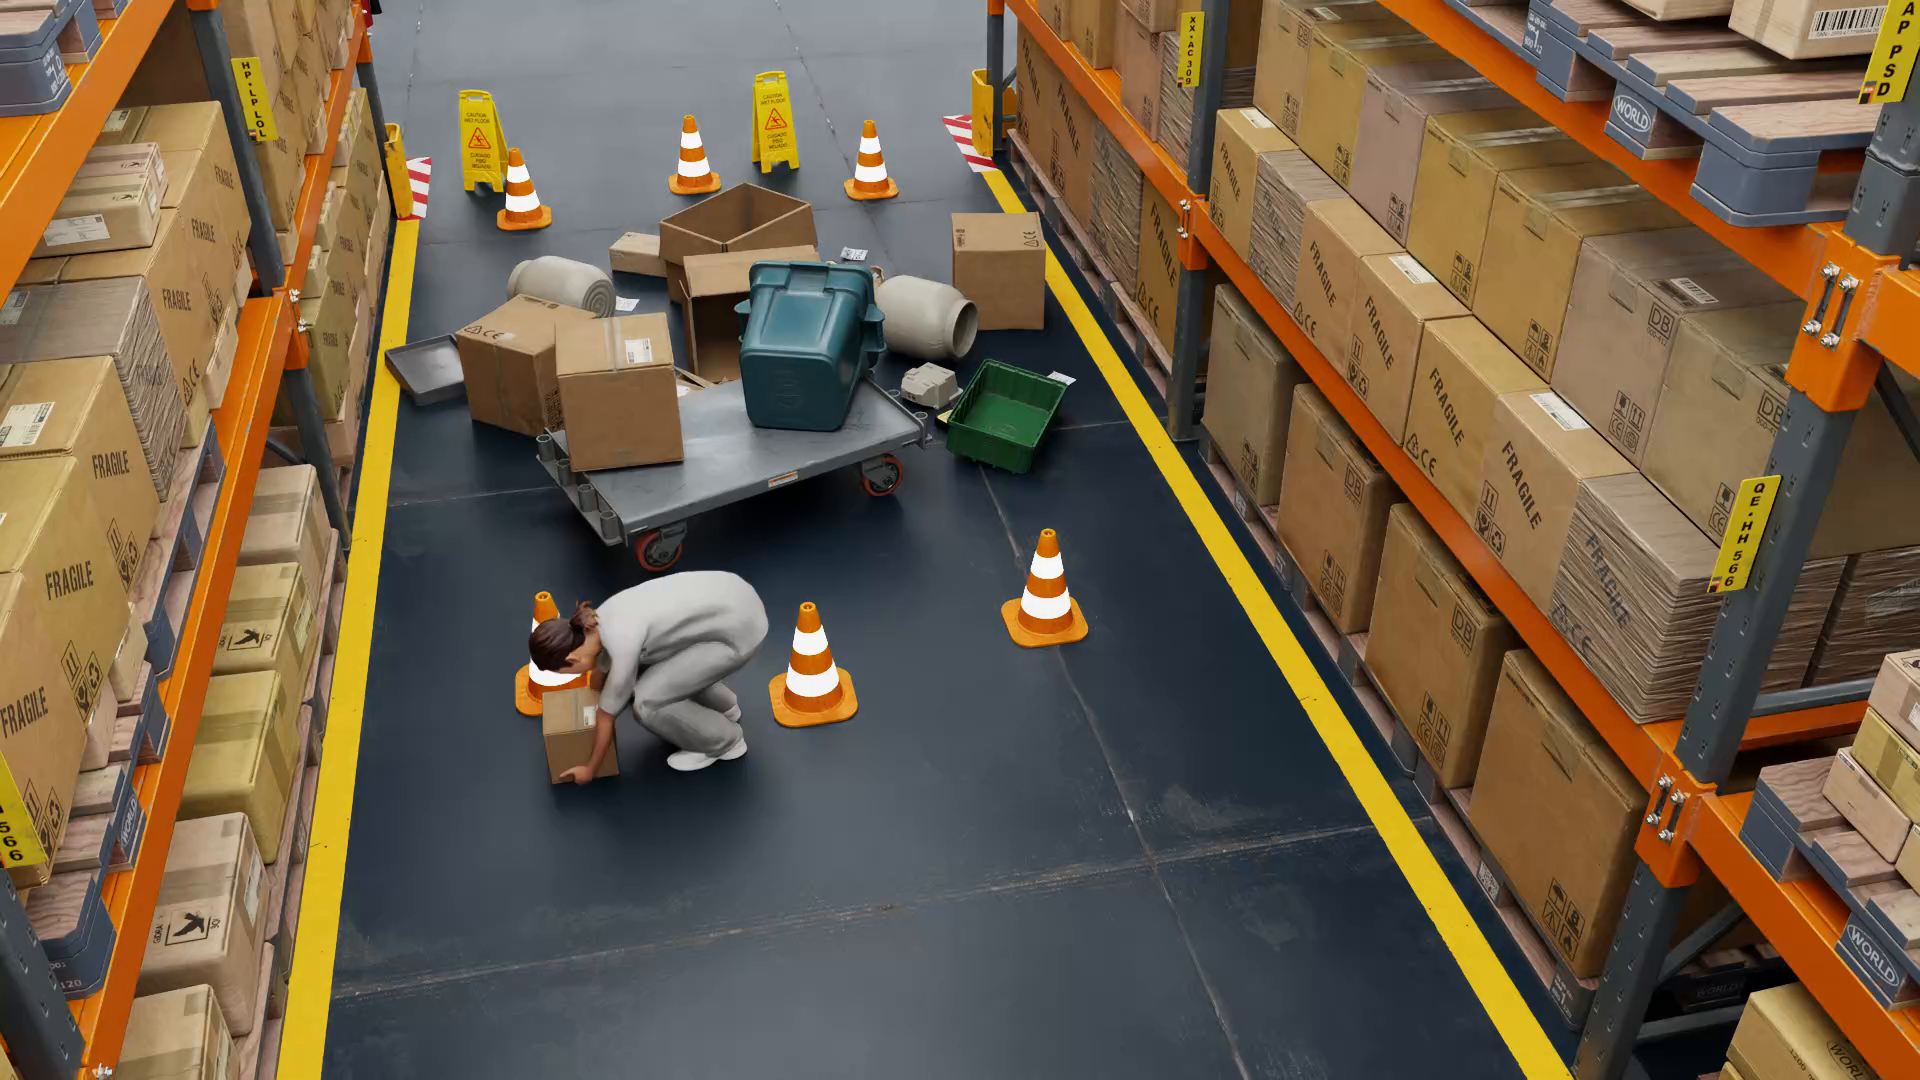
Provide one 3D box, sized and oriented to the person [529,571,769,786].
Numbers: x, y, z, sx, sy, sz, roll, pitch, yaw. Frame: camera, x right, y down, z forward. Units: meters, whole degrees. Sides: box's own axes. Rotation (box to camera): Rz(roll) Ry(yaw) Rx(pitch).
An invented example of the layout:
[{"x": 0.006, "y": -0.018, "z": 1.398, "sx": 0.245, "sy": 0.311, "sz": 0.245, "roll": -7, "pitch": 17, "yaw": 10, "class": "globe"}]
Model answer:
[{"x": -1.144, "y": 0.508, "z": 6.252, "sx": 0.867, "sy": 0.766, "sz": 0.462, "roll": -8, "pitch": 35, "yaw": -12, "class": "person"}]
